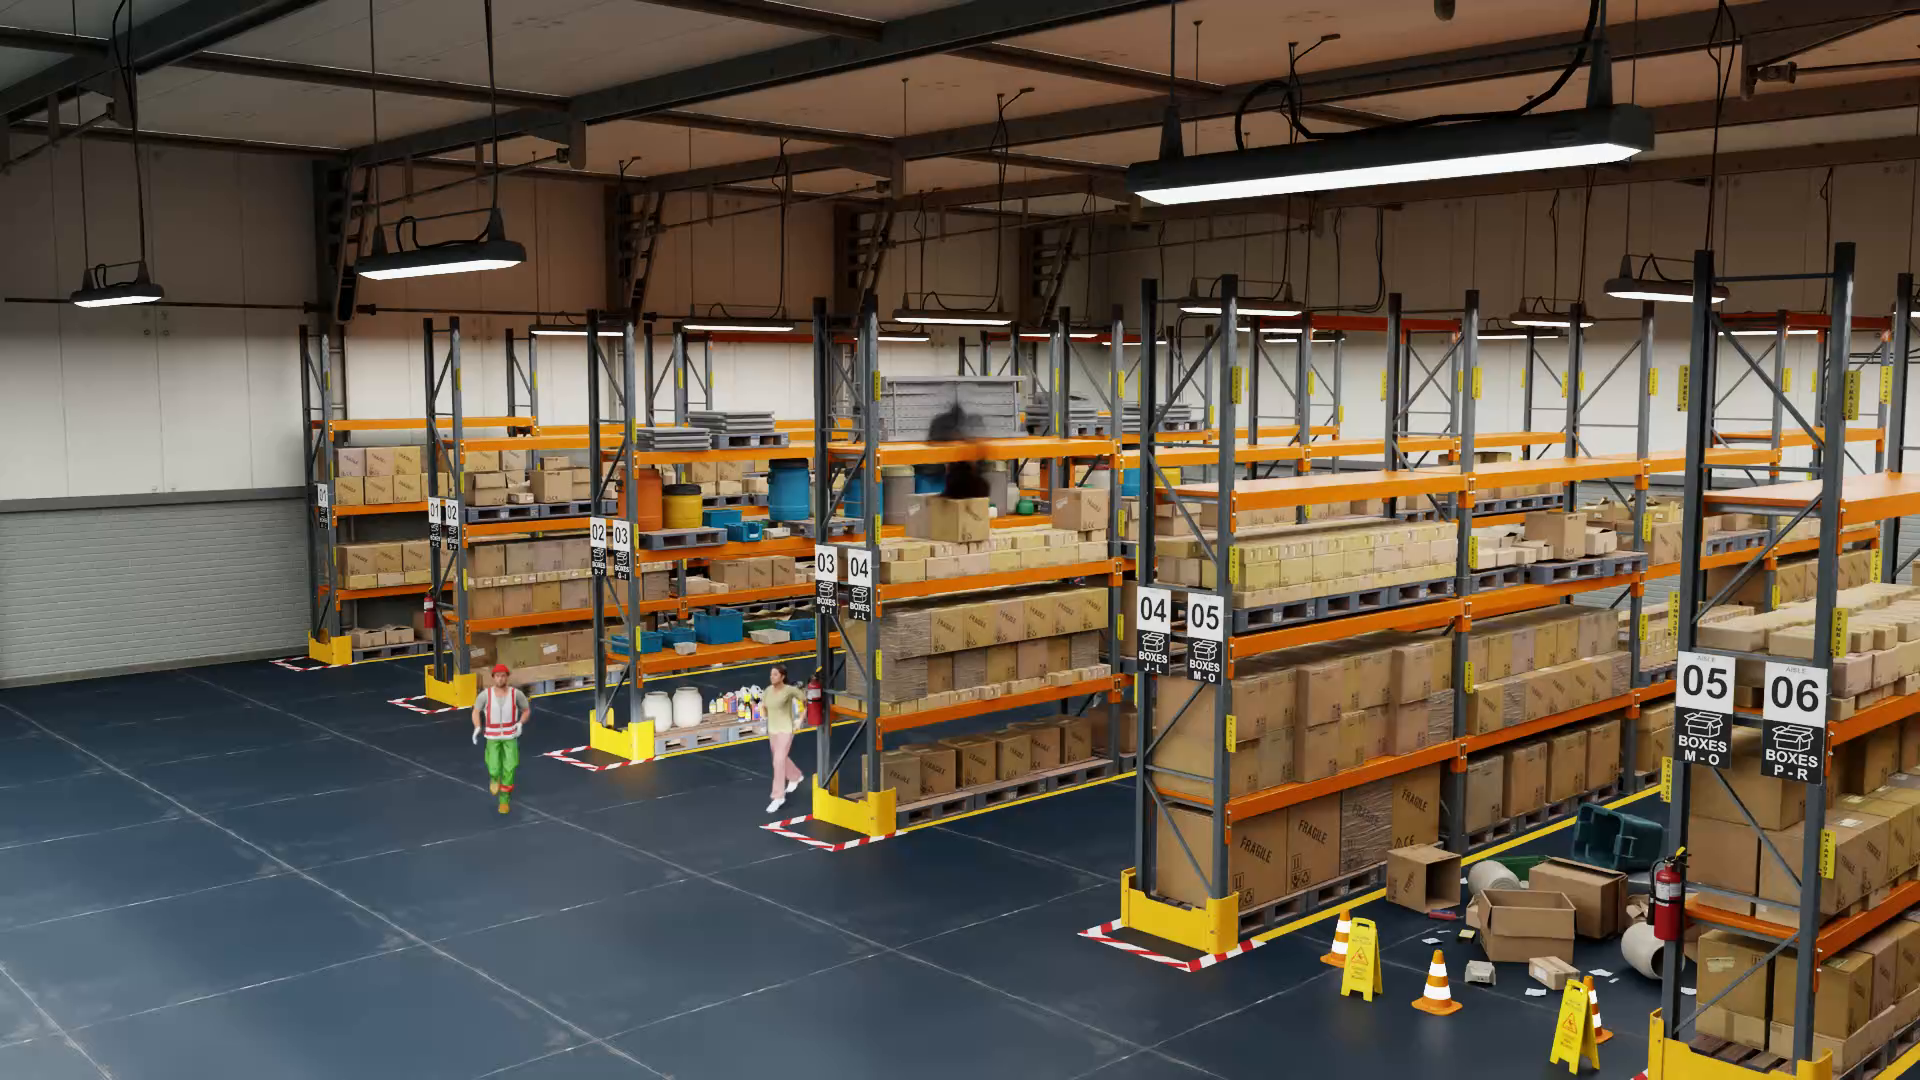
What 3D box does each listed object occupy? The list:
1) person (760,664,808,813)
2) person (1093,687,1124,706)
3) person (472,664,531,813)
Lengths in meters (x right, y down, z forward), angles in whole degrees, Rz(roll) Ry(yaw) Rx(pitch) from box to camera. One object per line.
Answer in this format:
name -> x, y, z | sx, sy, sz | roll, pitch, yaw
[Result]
person -> -2.130, 2.320, 19.916 | 0.612, 1.700, 0.892 | 4, 7, 33
person -> 2.221, 1.820, 25.476 | 0.544, 1.551, 0.705 | 5, 8, 43
person -> -5.403, 2.327, 19.632 | 0.667, 1.744, 0.603 | -2, 6, -16
